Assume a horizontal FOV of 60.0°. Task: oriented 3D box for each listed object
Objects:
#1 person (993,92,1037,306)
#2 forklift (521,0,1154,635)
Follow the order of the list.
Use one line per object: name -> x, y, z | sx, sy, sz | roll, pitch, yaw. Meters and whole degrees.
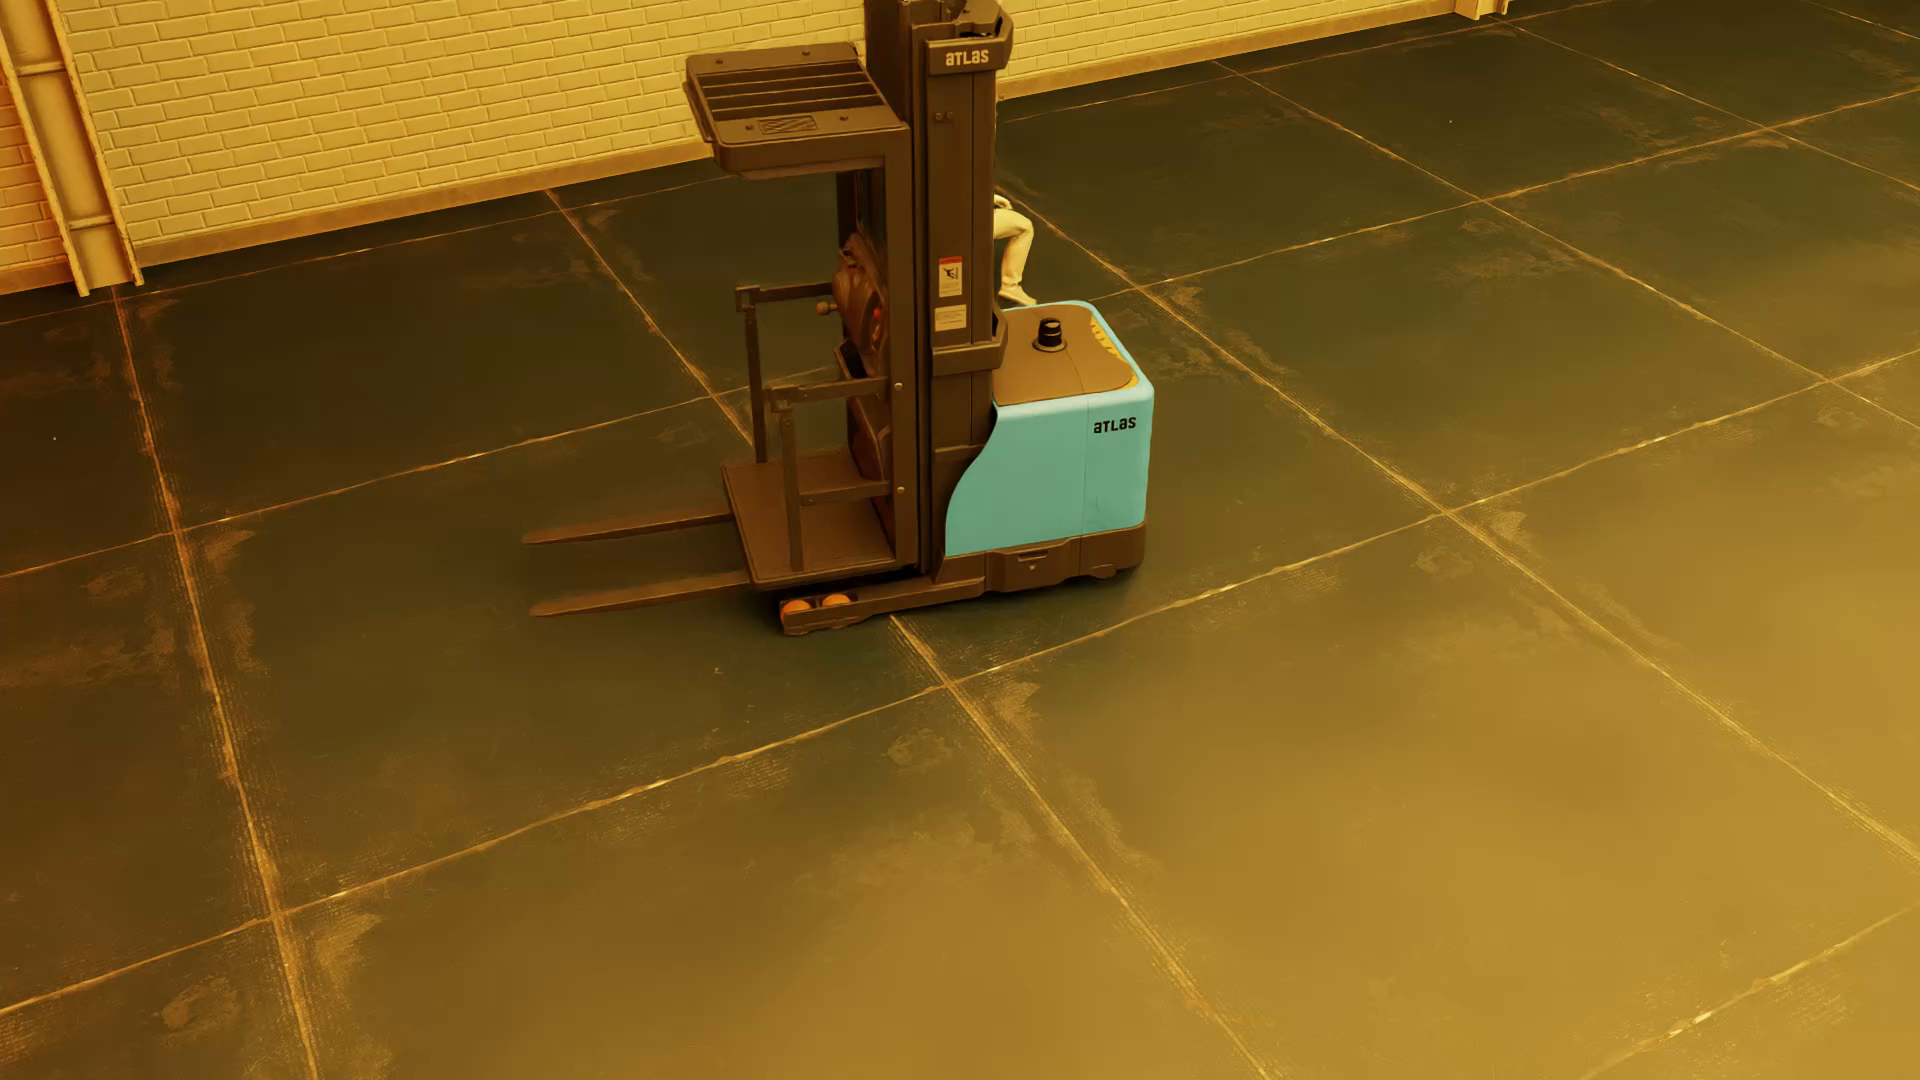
person -> 0.160, -2.058, 10.340 | 0.659, 1.468, 0.714 | -22, 41, -28
forklift -> -0.642, -1.077, 7.647 | 3.031, 2.935, 1.130 | -9, 36, -12
